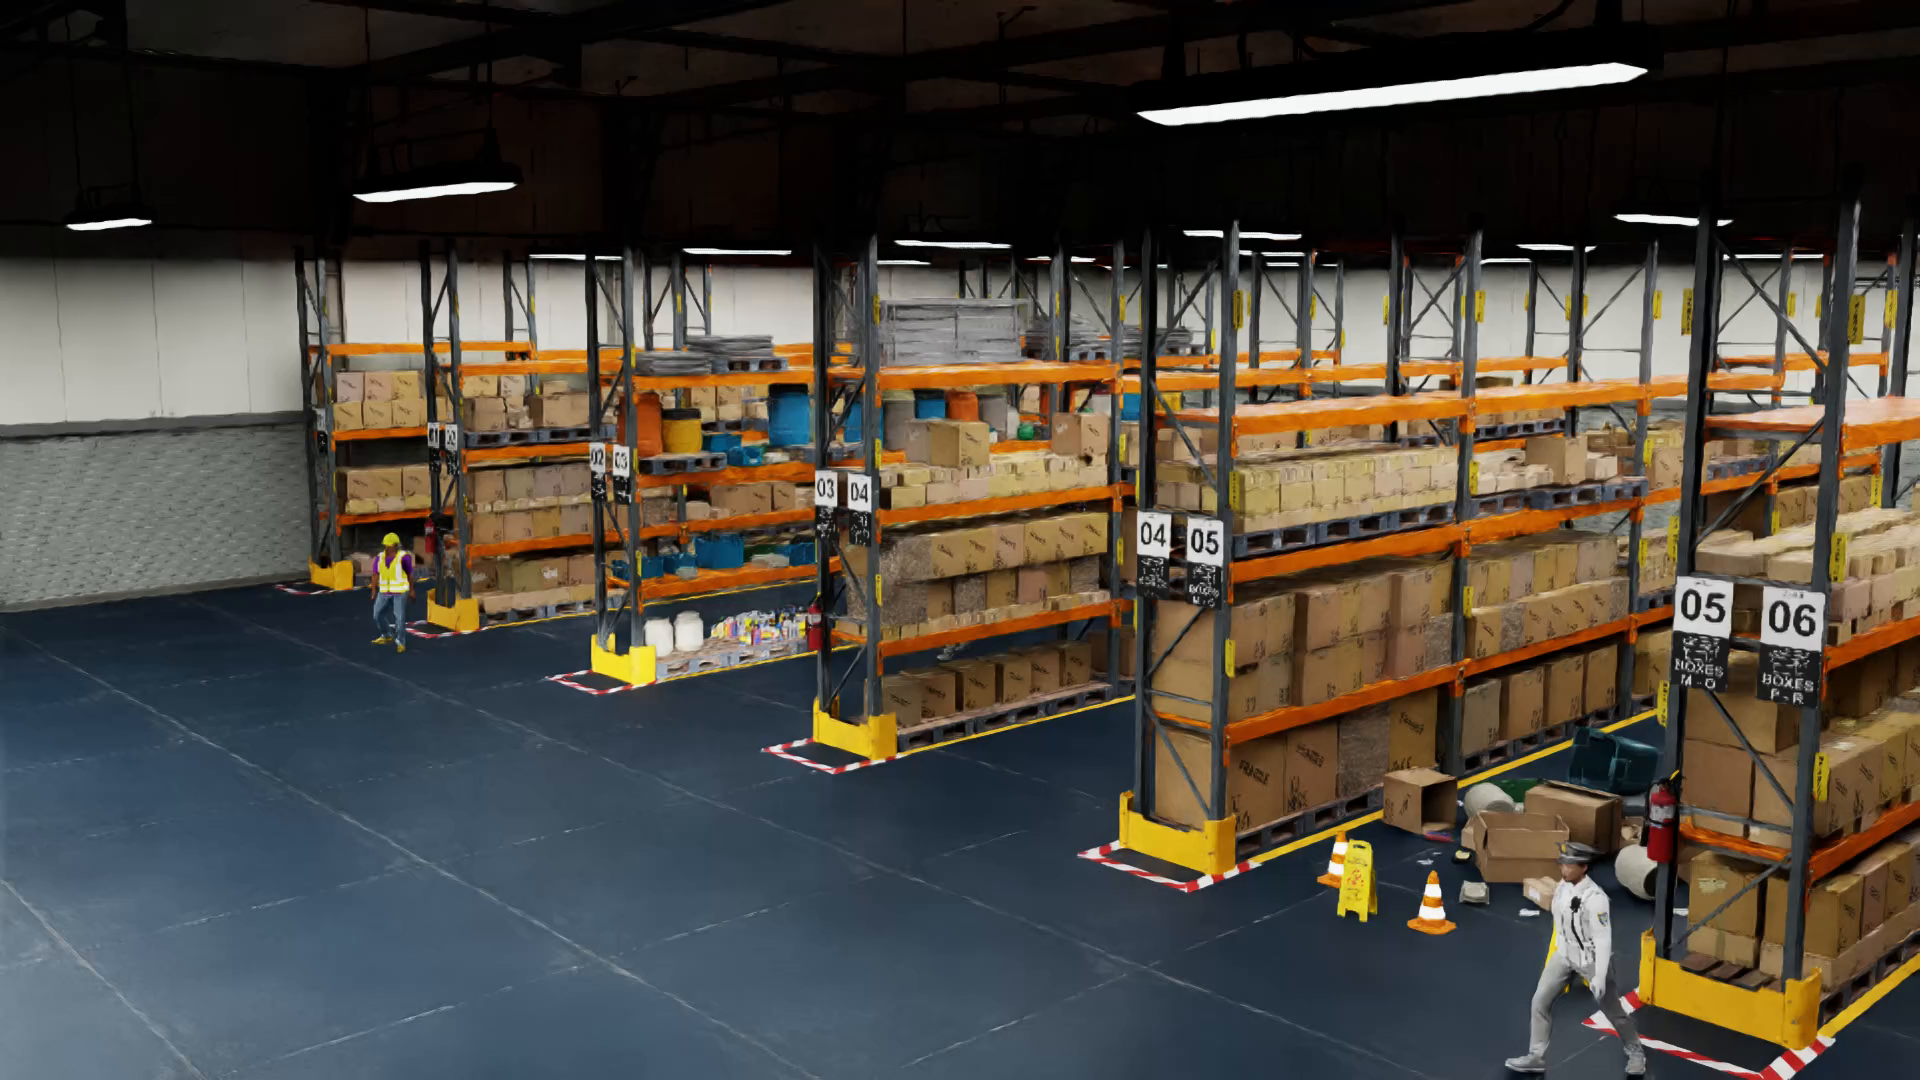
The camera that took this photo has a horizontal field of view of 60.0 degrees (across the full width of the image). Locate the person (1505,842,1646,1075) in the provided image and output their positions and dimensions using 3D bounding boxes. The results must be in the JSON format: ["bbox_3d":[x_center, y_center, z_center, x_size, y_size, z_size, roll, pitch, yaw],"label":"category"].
[{"bbox_3d":[4.145,2.769,11.016,0.942,1.612,0.521,-3,9,-21],"label":"person"}]

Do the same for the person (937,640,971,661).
[{"bbox_3d":[-0.126,0.829,23.799,0.537,1.715,1.028,7,11,38],"label":"person"}]

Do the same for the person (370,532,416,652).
[{"bbox_3d":[-8.339,0.743,24.292,0.747,1.759,0.529,1,8,6],"label":"person"}]
